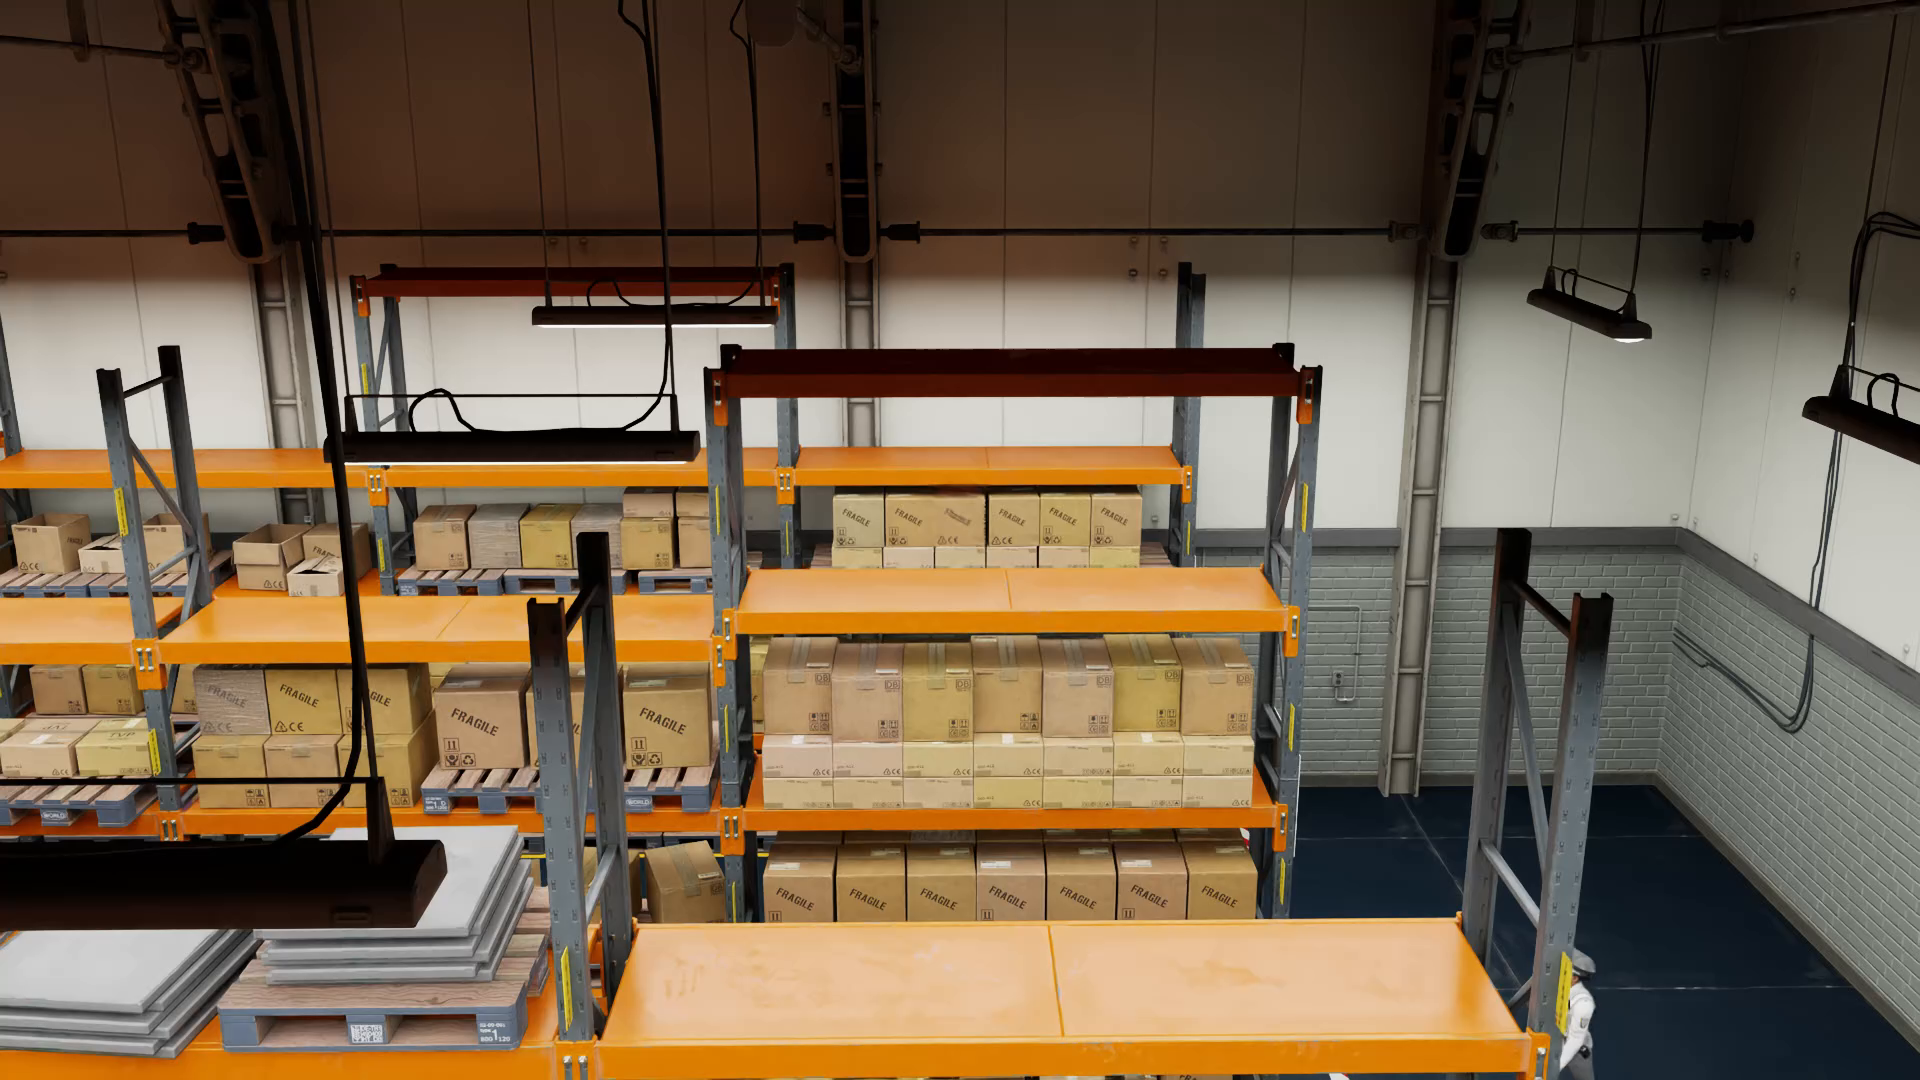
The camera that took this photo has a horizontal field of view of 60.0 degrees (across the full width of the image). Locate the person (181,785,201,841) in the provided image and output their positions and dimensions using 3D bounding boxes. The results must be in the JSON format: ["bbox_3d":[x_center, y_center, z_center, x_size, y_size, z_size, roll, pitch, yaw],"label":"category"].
[{"bbox_3d":[-7.564,2.839,16.051,0.707,1.559,0.521,5,17,18],"label":"person"}]

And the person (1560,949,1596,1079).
[{"bbox_3d":[4.531,3.803,12.476,1.073,1.610,0.455,-9,19,-29],"label":"person"}]
